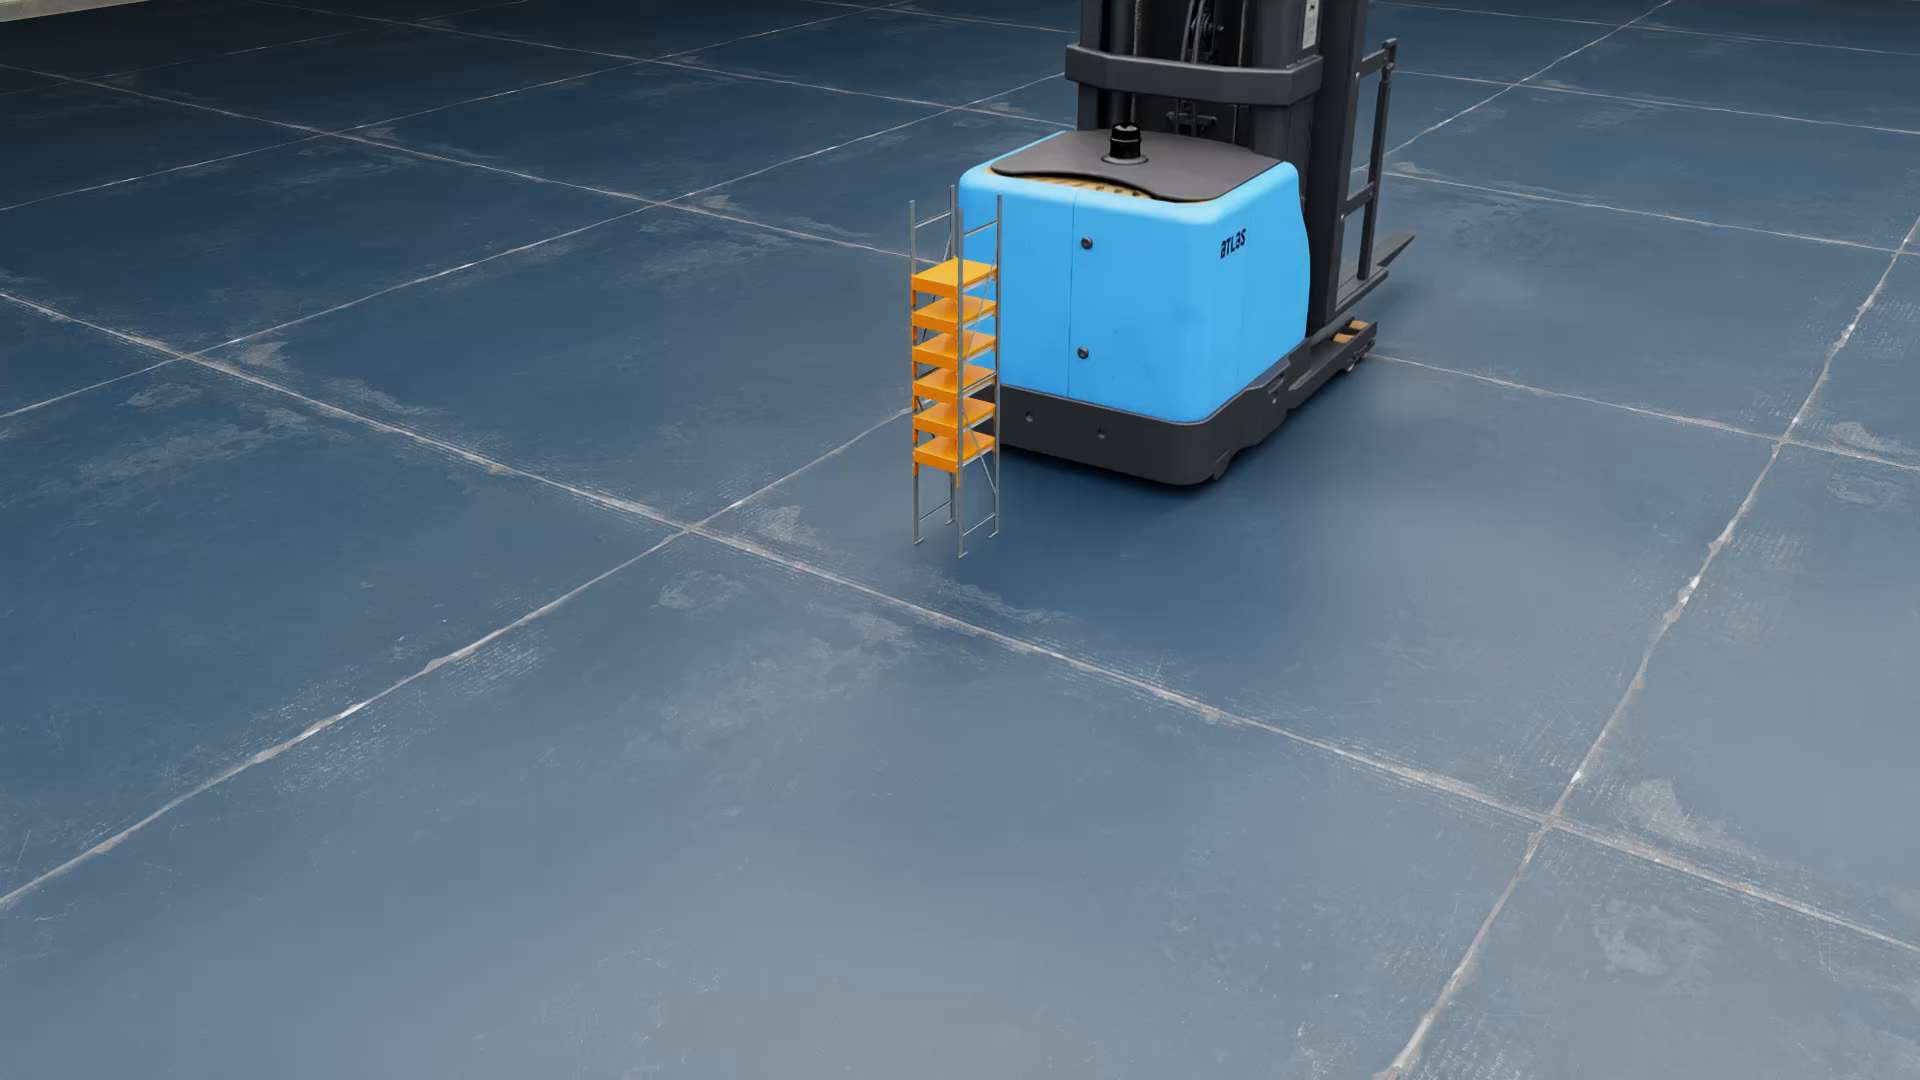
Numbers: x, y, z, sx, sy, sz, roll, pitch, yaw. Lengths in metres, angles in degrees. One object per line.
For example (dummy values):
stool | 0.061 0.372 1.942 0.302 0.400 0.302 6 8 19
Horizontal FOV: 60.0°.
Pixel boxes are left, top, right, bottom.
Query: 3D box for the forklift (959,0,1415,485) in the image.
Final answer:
forklift | 1.180 -2.129 6.702 1.130 2.935 3.031 16 31 28

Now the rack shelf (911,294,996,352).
rack shelf | -0.012 -0.713 5.396 0.180 0.103 0.258 17 32 30

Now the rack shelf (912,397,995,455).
rack shelf | -0.012 -0.392 5.560 0.180 0.103 0.258 17 32 30

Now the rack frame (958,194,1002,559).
rack frame | 0.063 -0.515 5.439 0.006 1.200 0.240 17 32 30

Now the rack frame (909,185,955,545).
rack frame | -0.087 -0.562 5.531 0.006 1.200 0.240 17 32 30

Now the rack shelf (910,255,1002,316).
rack shelf | -0.012 -0.820 5.342 0.180 0.103 0.258 17 32 30

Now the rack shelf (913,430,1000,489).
rack shelf | -0.012 -0.285 5.614 0.180 0.103 0.258 17 32 30

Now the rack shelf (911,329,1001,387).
rack shelf | -0.012 -0.606 5.451 0.180 0.103 0.258 17 32 30

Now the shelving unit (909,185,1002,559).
shelving unit | -0.012 -0.538 5.485 0.189 1.200 0.258 17 32 30

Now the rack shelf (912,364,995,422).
rack shelf | -0.012 -0.499 5.505 0.180 0.103 0.258 17 32 30
